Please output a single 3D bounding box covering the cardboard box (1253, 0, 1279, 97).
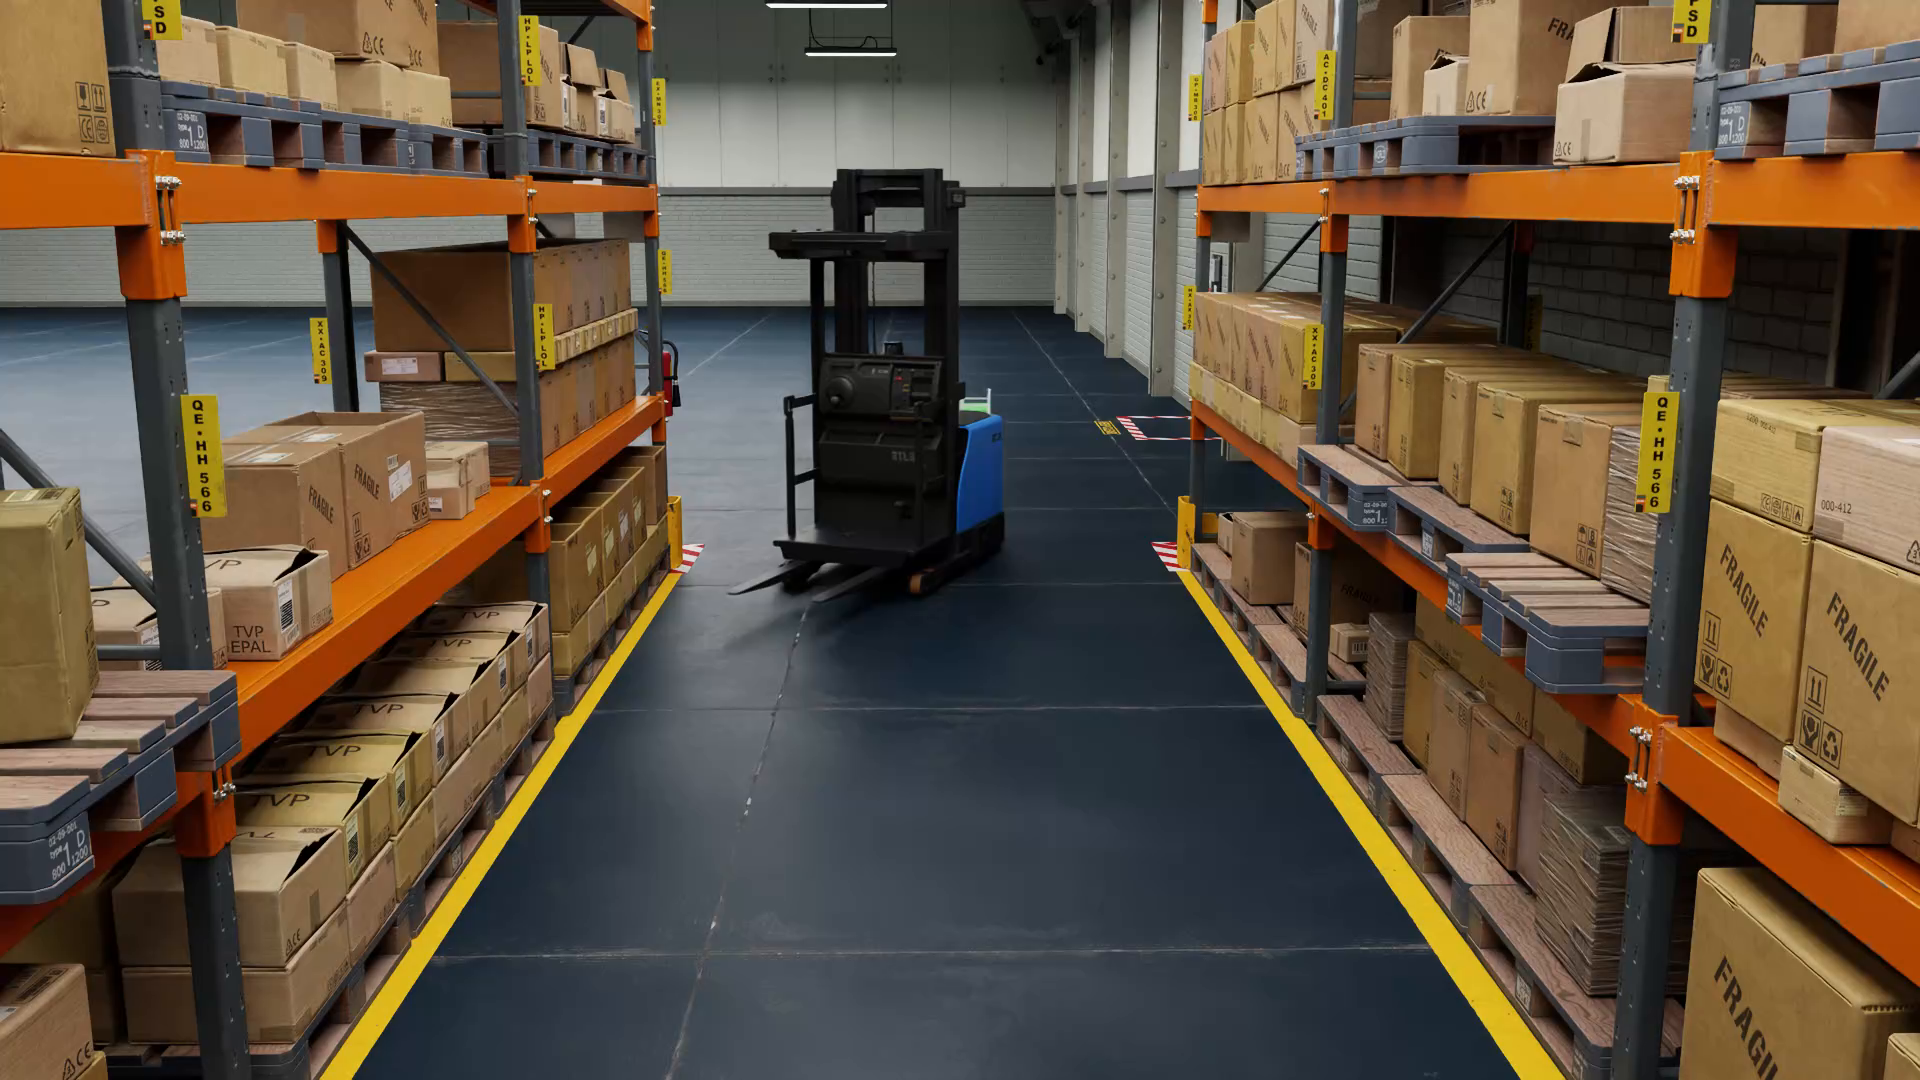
[{"bbox_3d":[2.005,-2.834,9.623,0.500,0.500,0.500,-1,11,-3],"label":"cardboard box"}]

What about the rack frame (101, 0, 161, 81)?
[{"bbox_3d":[-2.541,-2.628,3.879,1.000,3.000,0.127,0,11,-1],"label":"rack frame"}]

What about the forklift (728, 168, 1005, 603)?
[{"bbox_3d":[-0.650,-1.132,11.766,1.130,2.935,3.031,4,12,21],"label":"forklift"}]

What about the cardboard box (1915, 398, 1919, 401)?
[{"bbox_3d":[2.680,-0.192,4.024,0.500,0.250,0.500,0,11,0],"label":"cardboard box"}]

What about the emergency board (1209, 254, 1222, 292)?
[{"bbox_3d":[2.989,-2.848,20.051,0.194,1.169,0.643,0,11,-1],"label":"emergency board"}]

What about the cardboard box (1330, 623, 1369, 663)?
[{"bbox_3d":[2.288,0.563,9.260,0.380,0.166,0.250,-2,12,-9],"label":"cardboard box"}]

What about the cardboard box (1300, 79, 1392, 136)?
[{"bbox_3d":[2.072,-2.133,8.681,0.500,0.500,0.500,0,11,0],"label":"cardboard box"}]

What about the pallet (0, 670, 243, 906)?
[{"bbox_3d":[-2.457,0.541,3.832,1.213,0.211,1.003,0,11,-1],"label":"pallet"}]

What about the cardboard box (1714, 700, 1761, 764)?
[{"bbox_3d":[2.187,0.471,4.275,0.380,0.149,0.250,0,11,-2],"label":"cardboard box"}]

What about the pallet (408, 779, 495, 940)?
[{"bbox_3d":[-2.541,1.273,6.752,1.003,0.211,1.213,0,11,-1],"label":"pallet"}]

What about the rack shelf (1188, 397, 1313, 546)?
[{"bbox_3d":[2.288,-0.549,10.530,1.077,0.370,4.000,0,11,-1],"label":"rack shelf"}]

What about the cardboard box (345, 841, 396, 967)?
[{"bbox_3d":[-2.269,1.249,5.719,0.500,0.250,0.500,-1,11,-3],"label":"cardboard box"}]

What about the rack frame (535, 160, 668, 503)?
[{"bbox_3d":[-2.706,-1.278,12.314,1.000,3.000,0.127,0,11,-1],"label":"rack frame"}]

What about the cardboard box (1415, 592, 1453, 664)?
[{"bbox_3d":[2.374,0.372,7.477,0.500,0.250,0.500,0,11,-2],"label":"cardboard box"}]

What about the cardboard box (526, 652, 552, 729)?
[{"bbox_3d":[-2.325,0.740,8.226,0.500,0.250,0.500,0,11,-2],"label":"cardboard box"}]

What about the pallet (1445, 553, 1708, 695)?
[{"bbox_3d":[2.291,0.244,5.295,1.213,0.211,1.003,0,11,-1],"label":"pallet"}]

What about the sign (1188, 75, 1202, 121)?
[{"bbox_3d":[1.704,-3.195,12.022,0.100,0.325,0.005,0,11,-1],"label":"sign"}]

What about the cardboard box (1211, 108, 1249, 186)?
[{"bbox_3d":[1.979,-2.653,11.248,0.500,0.500,0.500,1,11,3],"label":"cardboard box"}]

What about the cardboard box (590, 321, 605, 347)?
[{"bbox_3d":[-2.479,-1.312,10.600,0.380,0.149,0.250,0,11,0],"label":"cardboard box"}]

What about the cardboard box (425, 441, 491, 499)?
[{"bbox_3d":[-2.570,-0.312,7.928,0.500,0.250,0.500,0,11,2],"label":"cardboard box"}]

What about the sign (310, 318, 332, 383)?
[{"bbox_3d":[-3.178,-0.943,8.288,0.100,0.325,0.005,0,11,-1],"label":"sign"}]

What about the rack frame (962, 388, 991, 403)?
[{"bbox_3d":[0.131,-0.658,13.787,0.240,1.200,0.015,0,11,2],"label":"rack frame"}]

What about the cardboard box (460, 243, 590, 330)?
[{"bbox_3d":[-2.670,-1.555,10.166,0.700,0.500,0.500,0,11,-1],"label":"cardboard box"}]

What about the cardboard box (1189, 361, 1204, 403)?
[{"bbox_3d":[1.939,-1.137,11.946,0.500,0.250,0.500,-1,11,-3],"label":"cardboard box"}]

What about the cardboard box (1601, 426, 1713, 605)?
[{"bbox_3d":[2.392,-0.067,4.986,0.700,0.500,0.500,-2,12,-8],"label":"cardboard box"}]

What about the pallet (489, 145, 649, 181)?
[{"bbox_3d":[-2.717,-2.564,11.331,1.003,0.211,1.213,0,11,-1],"label":"pallet"}]

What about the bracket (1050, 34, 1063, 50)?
[{"bbox_3d":[2.213,-11.235,37.252,0.076,0.066,4.783,0,11,-1],"label":"bracket"}]

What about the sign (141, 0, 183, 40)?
[{"bbox_3d":[-1.998,-1.413,4.135,0.100,0.325,0.005,0,11,-1],"label":"sign"}]

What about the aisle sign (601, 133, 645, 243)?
[{"bbox_3d":[-2.414,-2.566,12.126,0.394,0.787,0.004,0,11,-1],"label":"aisle sign"}]

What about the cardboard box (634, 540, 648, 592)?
[{"bbox_3d":[-2.365,0.168,11.047,0.500,0.250,0.500,0,11,-1],"label":"cardboard box"}]

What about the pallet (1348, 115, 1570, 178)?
[{"bbox_3d":[2.260,-1.553,6.596,1.213,0.211,1.003,0,11,-1],"label":"pallet"}]

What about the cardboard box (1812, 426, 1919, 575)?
[{"bbox_3d":[2.175,-0.083,3.487,0.500,0.250,0.500,0,11,-2],"label":"cardboard box"}]

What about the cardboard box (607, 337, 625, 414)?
[{"bbox_3d":[-2.694,-1.130,11.332,0.700,0.500,0.500,0,11,0],"label":"cardboard box"}]

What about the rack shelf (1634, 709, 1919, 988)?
[{"bbox_3d":[2.453,1.041,2.691,1.077,0.370,4.000,0,11,-1],"label":"rack shelf"}]

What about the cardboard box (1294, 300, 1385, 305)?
[{"bbox_3d":[2.484,-1.307,10.899,0.500,0.500,0.500,-1,11,-3],"label":"cardboard box"}]

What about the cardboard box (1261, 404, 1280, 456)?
[{"bbox_3d":[2.014,-0.632,9.458,0.500,0.250,0.500,0,11,-1],"label":"cardboard box"}]

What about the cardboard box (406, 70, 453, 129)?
[{"bbox_3d":[-2.620,-1.963,7.466,0.500,0.250,0.500,1,12,5],"label":"cardboard box"}]

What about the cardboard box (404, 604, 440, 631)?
[{"bbox_3d":[-2.864,0.467,8.161,0.500,0.311,0.500,0,11,-1],"label":"cardboard box"}]

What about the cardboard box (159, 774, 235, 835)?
[{"bbox_3d":[-2.815,0.973,5.669,0.500,0.311,0.500,0,11,-2],"label":"cardboard box"}]

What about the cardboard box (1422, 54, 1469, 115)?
[{"bbox_3d":[2.273,-1.905,7.027,0.500,0.311,0.500,0,11,1],"label":"cardboard box"}]

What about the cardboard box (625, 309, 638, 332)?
[{"bbox_3d":[-2.508,-1.570,11.869,0.380,0.149,0.250,0,11,-2],"label":"cardboard box"}]

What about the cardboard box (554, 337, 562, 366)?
[{"bbox_3d":[-2.454,-1.057,9.343,0.380,0.149,0.250,0,11,-2],"label":"cardboard box"}]

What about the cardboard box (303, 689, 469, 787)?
[{"bbox_3d":[-2.297,0.766,6.688,0.500,0.311,0.500,0,11,-2],"label":"cardboard box"}]

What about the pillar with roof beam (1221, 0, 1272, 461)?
[{"bbox_3d":[-1.302,-5.279,16.945,9.100,9.000,0.400,0,11,-1],"label":"pillar with roof beam"}]

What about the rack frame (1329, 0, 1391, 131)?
[{"bbox_3d":[2.329,-3.444,7.902,1.000,3.000,0.127,0,11,-1],"label":"rack frame"}]

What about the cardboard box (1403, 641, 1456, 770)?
[{"bbox_3d":[2.422,0.754,7.477,0.700,0.500,0.500,0,11,-2],"label":"cardboard box"}]

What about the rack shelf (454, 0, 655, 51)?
[{"bbox_3d":[-2.665,-3.272,9.869,1.077,0.370,4.000,0,11,-1],"label":"rack shelf"}]

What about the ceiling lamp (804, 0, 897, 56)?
[{"bbox_3d":[-2.374,-12.139,36.081,2.000,3.185,0.800,0,11,-1],"label":"ceiling lamp"}]

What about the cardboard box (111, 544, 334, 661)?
[{"bbox_3d":[-2.366,0.177,5.364,0.500,0.311,0.500,0,11,-2],"label":"cardboard box"}]

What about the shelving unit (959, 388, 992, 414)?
[{"bbox_3d":[0.124,-0.610,13.547,0.258,1.200,0.503,0,11,2],"label":"shelving unit"}]

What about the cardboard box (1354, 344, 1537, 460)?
[{"bbox_3d":[2.306,-0.667,7.946,0.700,0.500,0.500,0,11,-1],"label":"cardboard box"}]

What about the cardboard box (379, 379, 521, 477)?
[{"bbox_3d":[-2.639,-0.620,8.819,0.700,0.500,0.500,-1,11,-3],"label":"cardboard box"}]

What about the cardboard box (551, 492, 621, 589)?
[{"bbox_3d":[-2.341,-0.001,9.992,0.500,0.500,0.500,0,11,-1],"label":"cardboard box"}]

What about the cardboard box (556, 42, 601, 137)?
[{"bbox_3d":[-2.531,-2.606,9.647,0.797,0.503,0.637,1,12,5],"label":"cardboard box"}]

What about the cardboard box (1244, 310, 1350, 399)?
[{"bbox_3d":[1.995,-1.100,9.877,0.500,0.500,0.500,-1,11,-3],"label":"cardboard box"}]
